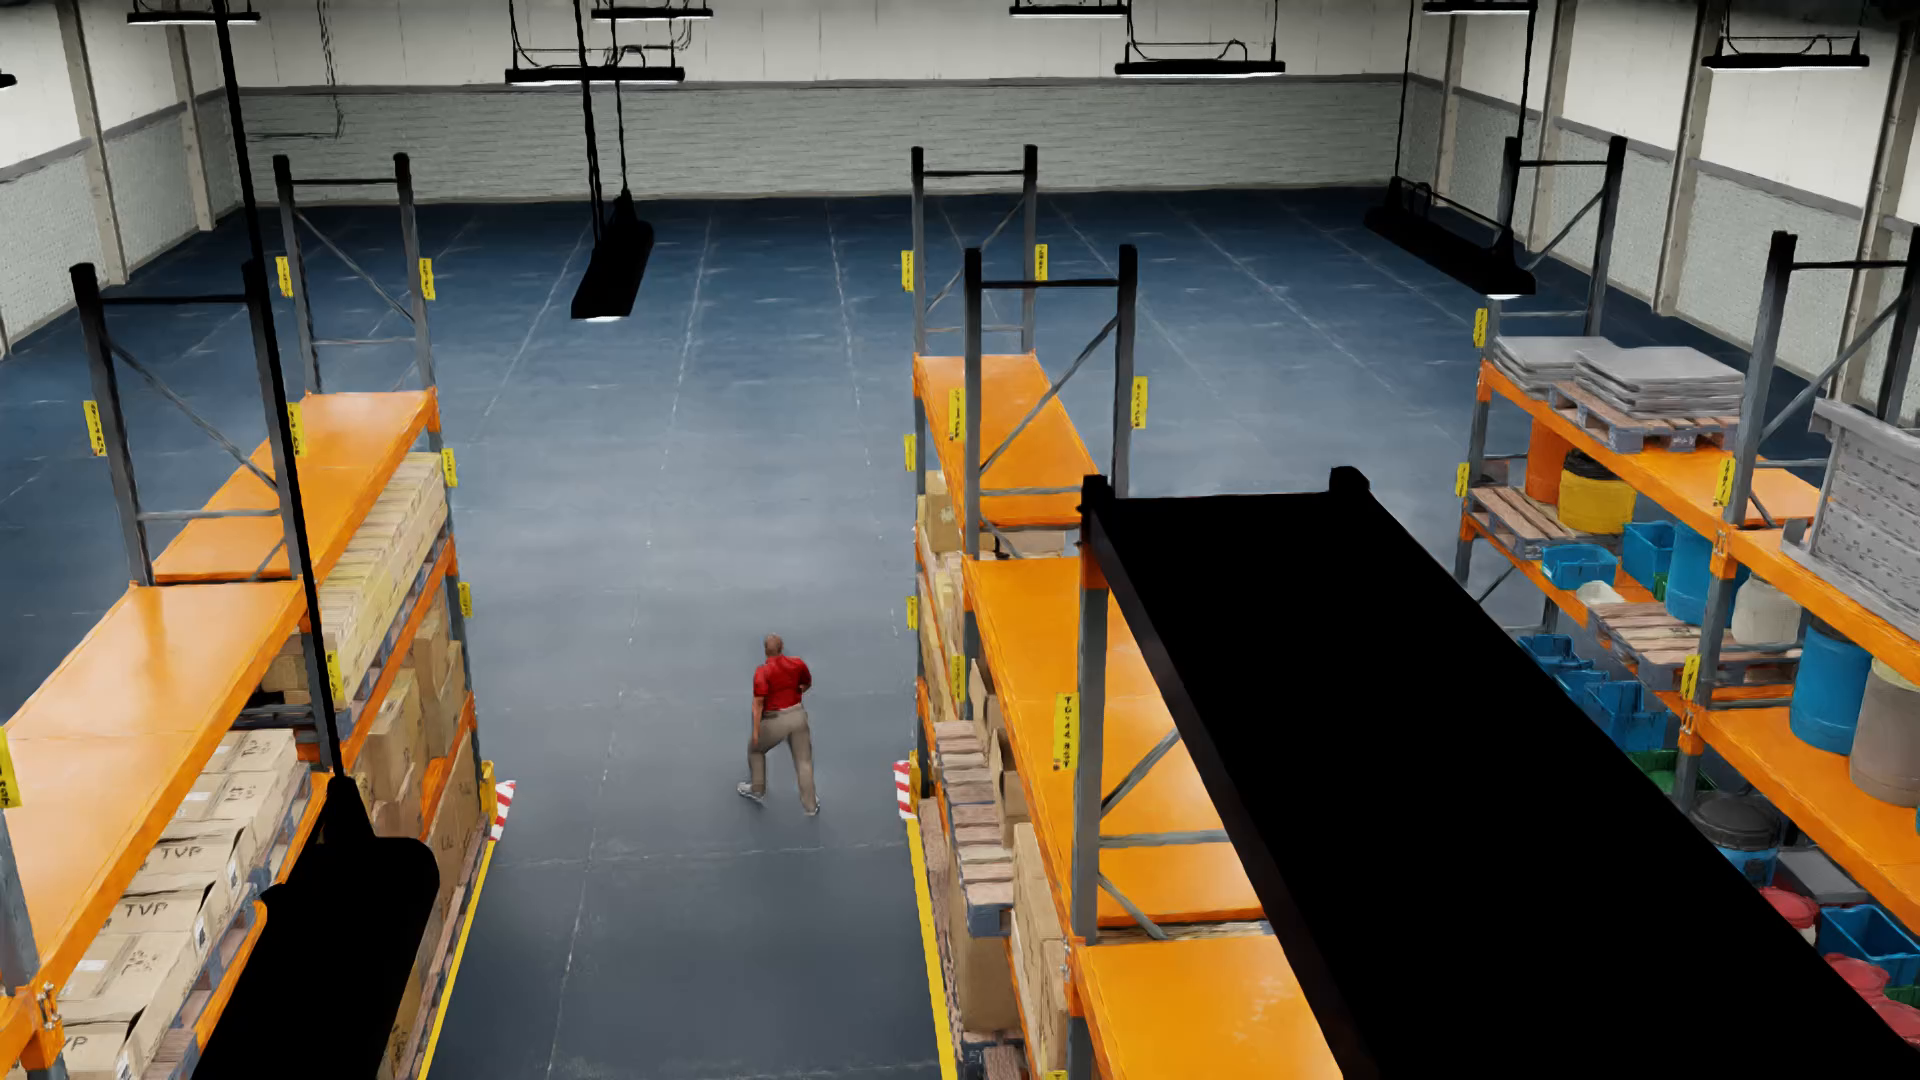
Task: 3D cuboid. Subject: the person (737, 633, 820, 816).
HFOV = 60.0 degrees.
[{"bbox_3d":[-1.634,1.659,15.175,0.679,1.672,0.768,-11,24,-25],"label":"person"}]
